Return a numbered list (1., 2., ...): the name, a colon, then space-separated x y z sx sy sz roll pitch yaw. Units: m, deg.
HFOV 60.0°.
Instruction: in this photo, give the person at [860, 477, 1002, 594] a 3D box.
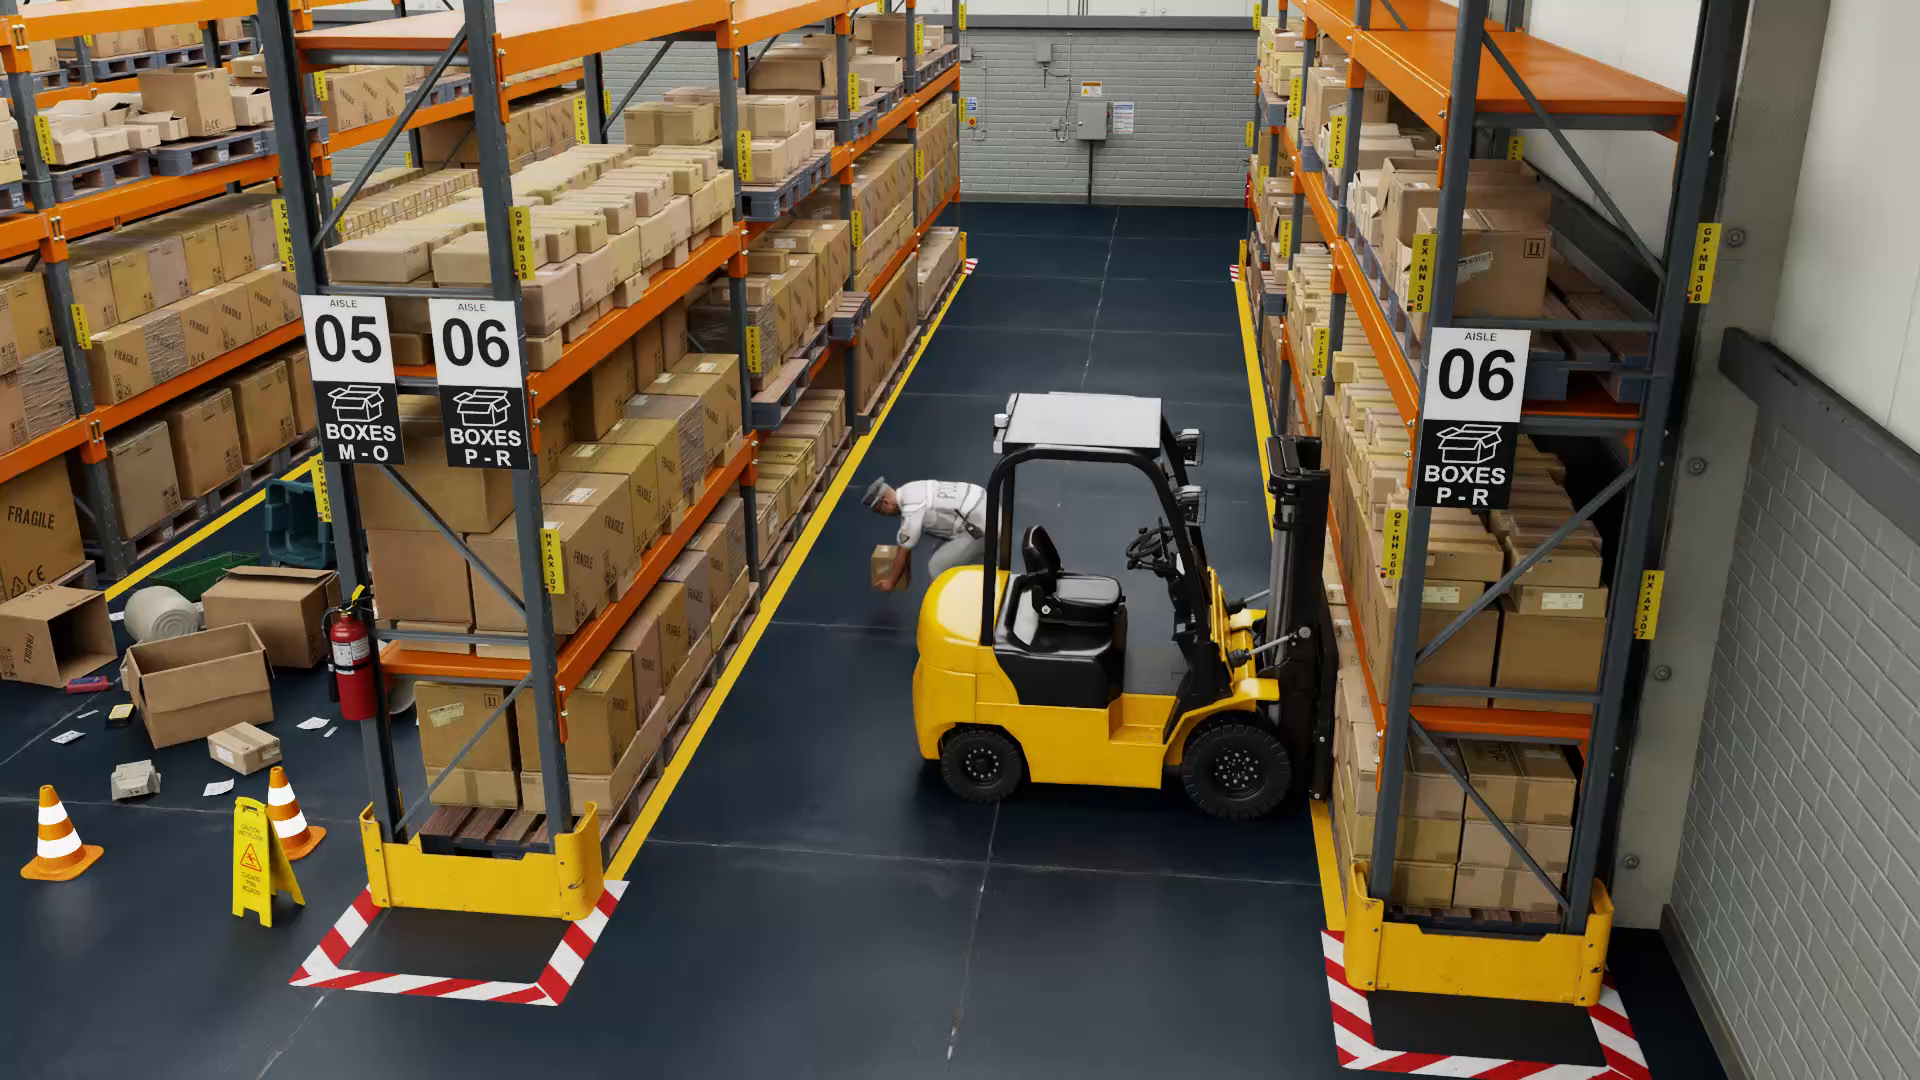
1. person: -0.192 0.065 11.868 1.031 1.063 0.540 1 21 4
